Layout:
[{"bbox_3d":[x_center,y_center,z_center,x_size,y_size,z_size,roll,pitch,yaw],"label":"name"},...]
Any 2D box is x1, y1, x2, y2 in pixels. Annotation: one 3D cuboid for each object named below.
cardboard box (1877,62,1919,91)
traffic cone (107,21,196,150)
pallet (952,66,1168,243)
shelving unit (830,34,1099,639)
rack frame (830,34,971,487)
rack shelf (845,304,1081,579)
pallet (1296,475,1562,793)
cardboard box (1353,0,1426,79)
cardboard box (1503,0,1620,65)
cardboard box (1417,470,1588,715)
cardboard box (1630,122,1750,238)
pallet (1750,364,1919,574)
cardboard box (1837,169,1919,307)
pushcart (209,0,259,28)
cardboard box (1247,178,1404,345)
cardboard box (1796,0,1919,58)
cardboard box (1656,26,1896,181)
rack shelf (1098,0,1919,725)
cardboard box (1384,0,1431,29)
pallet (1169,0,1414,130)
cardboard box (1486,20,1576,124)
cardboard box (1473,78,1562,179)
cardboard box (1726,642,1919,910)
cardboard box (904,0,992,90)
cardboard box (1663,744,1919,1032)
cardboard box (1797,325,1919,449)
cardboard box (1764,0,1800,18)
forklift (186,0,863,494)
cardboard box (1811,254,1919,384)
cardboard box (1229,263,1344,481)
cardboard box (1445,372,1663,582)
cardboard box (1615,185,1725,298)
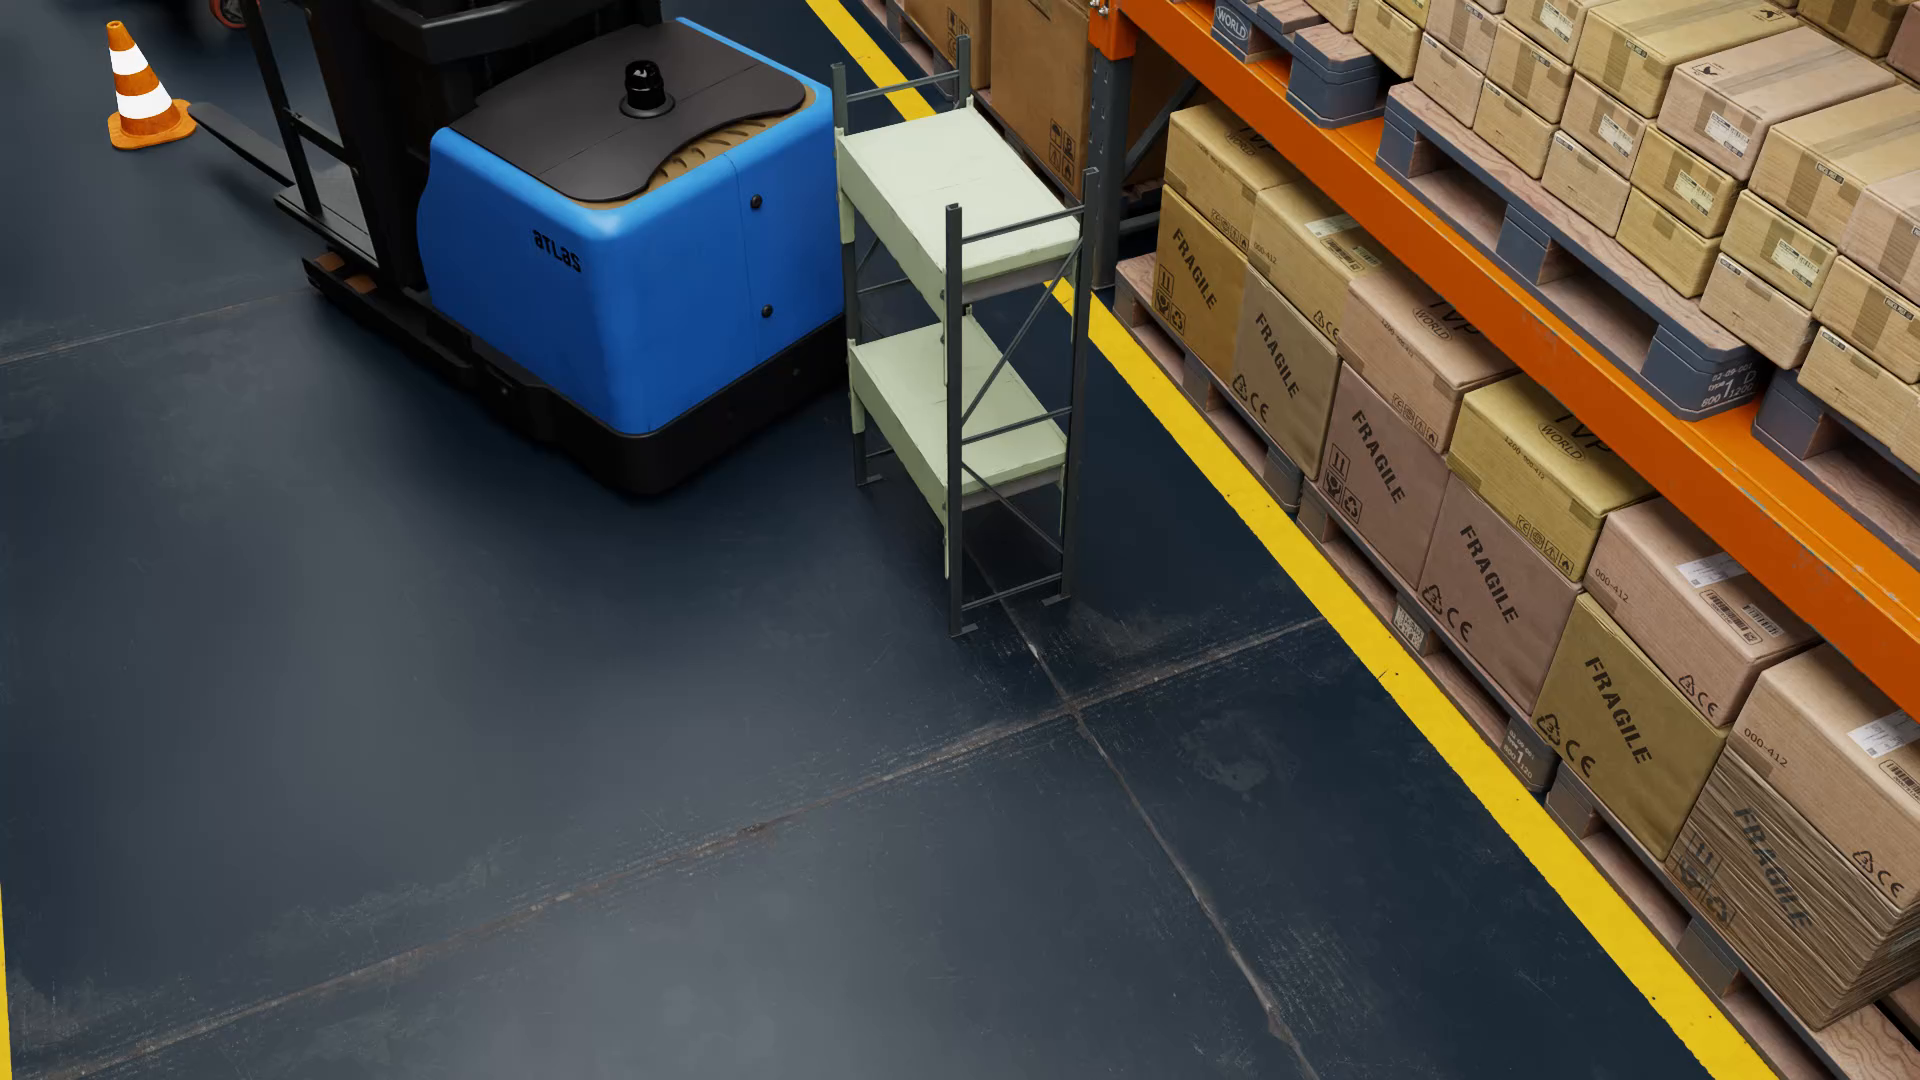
[{"bbox_3d":[2.305,-1.011,3.807,0.380,0.149,0.250,-19,48,-18],"label":"cardboard box"},{"bbox_3d":[-3.411,-1.915,6.862,0.336,0.463,0.334,-18,47,-17],"label":"traffic cone"},{"bbox_3d":[0.664,-1.704,6.827,1.003,0.211,1.213,-18,47,-17],"label":"pallet"},{"bbox_3d":[-0.003,-0.538,4.728,0.431,1.500,0.755,-18,47,-17],"label":"shelving unit"},{"bbox_3d":[-0.157,-0.771,4.964,0.400,1.500,0.023,-18,47,-17],"label":"rack frame"},{"bbox_3d":[-0.003,-0.306,4.957,0.431,0.370,0.720,-18,47,-17],"label":"rack shelf"},{"bbox_3d":[1.764,0.095,5.003,1.003,0.211,1.213,-18,47,-17],"label":"pallet"},{"bbox_3d":[1.274,-1.373,4.386,0.380,0.149,0.250,-16,47,-16],"label":"cardboard box"},{"bbox_3d":[1.500,-1.255,3.843,0.380,0.149,0.250,-17,47,-16],"label":"cardboard box"},{"bbox_3d":[1.643,0.065,4.530,0.500,0.500,0.500,-19,48,-18],"label":"cardboard box"},{"bbox_3d":[1.705,-0.823,3.617,0.380,0.149,0.250,-18,47,-17],"label":"cardboard box"},{"bbox_3d":[2.420,-0.085,3.337,1.003,0.211,1.213,-18,47,-17],"label":"pallet"},{"bbox_3d":[1.932,-0.597,3.175,0.380,0.149,0.250,-18,47,-18],"label":"cardboard box"},{"bbox_3d":[-3.155,-2.967,7.988,1.648,0.377,0.936,-35,54,-30],"label":"pushcart"},{"bbox_3d":[1.211,-0.865,4.938,0.500,0.250,0.500,-19,48,-18],"label":"cardboard box"},{"bbox_3d":[2.200,-1.276,3.864,0.380,0.149,0.250,-17,47,-16],"label":"cardboard box"},{"bbox_3d":[1.716,-0.924,3.507,0.380,0.149,0.250,-20,48,-19],"label":"cardboard box"},{"bbox_3d":[1.769,-0.642,4.277,1.077,0.370,4.000,-18,47,-17],"label":"rack shelf"},{"bbox_3d":[1.286,-1.469,4.271,0.380,0.149,0.250,-18,47,-17],"label":"cardboard box"},{"bbox_3d":[1.324,-1.681,4.955,1.213,0.211,1.003,-18,47,-17],"label":"pallet"},{"bbox_3d":[1.491,-1.151,3.949,0.380,0.149,0.250,-18,48,-18],"label":"cardboard box"},{"bbox_3d":[1.492,-1.043,4.052,0.380,0.149,0.250,-17,47,-17],"label":"cardboard box"},{"bbox_3d":[2.067,0.450,3.605,0.500,0.250,0.500,-19,48,-18],"label":"cardboard box"},{"bbox_3d":[0.383,-2.492,6.942,1.050,0.750,0.750,-17,47,-17],"label":"cardboard box"},{"bbox_3d":[2.070,0.720,3.866,0.500,0.500,0.500,-19,48,-18],"label":"cardboard box"},{"bbox_3d":[1.945,-0.363,3.362,0.380,0.149,0.250,-20,48,-19],"label":"cardboard box"},{"bbox_3d":[2.093,-1.337,4.137,0.380,0.149,0.250,-17,47,-16],"label":"cardboard box"},{"bbox_3d":[-1.771,-2.091,5.282,3.031,2.935,1.130,32,53,28],"label":"forklift"},{"bbox_3d":[1.930,-0.484,3.273,0.380,0.149,0.250,-19,48,-19],"label":"cardboard box"},{"bbox_3d":[1.208,-0.587,5.190,0.500,0.500,0.500,-17,47,-17],"label":"cardboard box"},{"bbox_3d":[1.628,-0.214,4.278,0.500,0.250,0.500,-20,48,-19],"label":"cardboard box"},{"bbox_3d":[1.712,-0.707,3.711,0.380,0.149,0.250,-16,47,-16],"label":"cardboard box"}]
